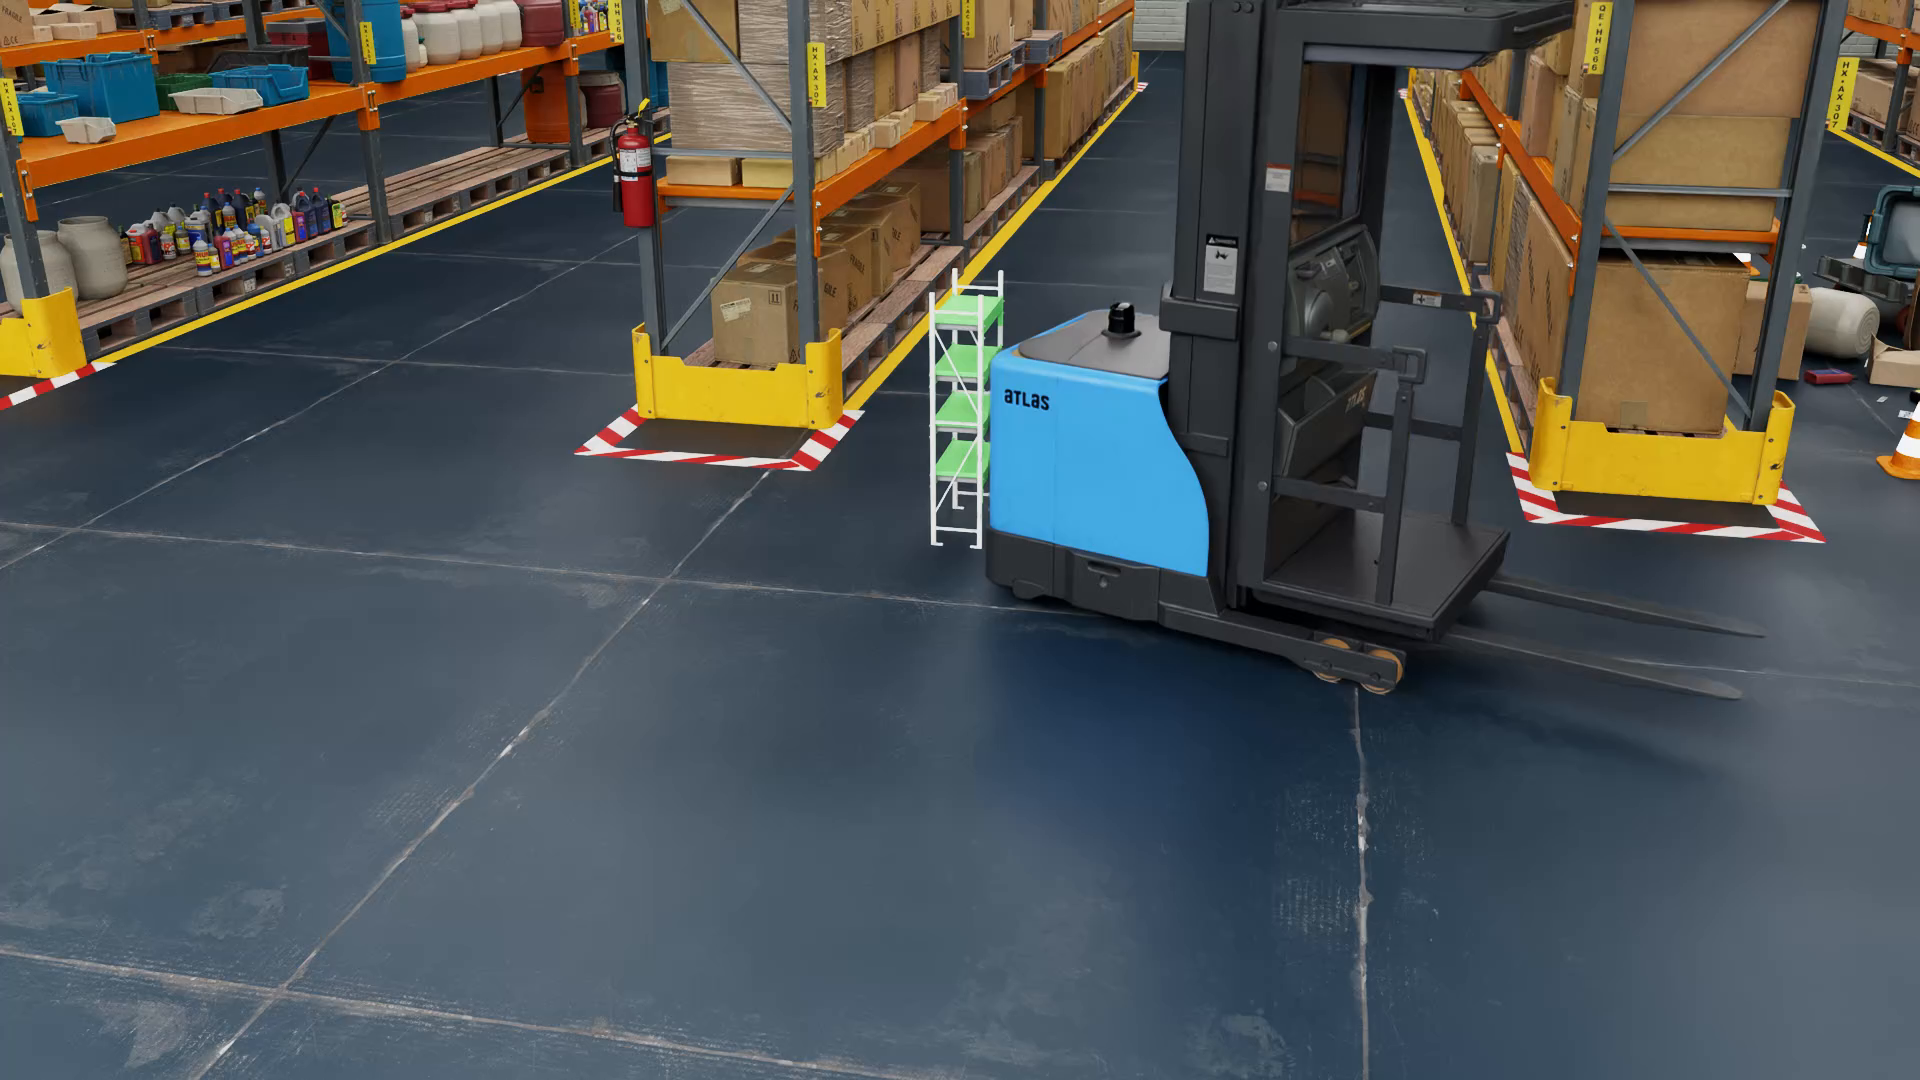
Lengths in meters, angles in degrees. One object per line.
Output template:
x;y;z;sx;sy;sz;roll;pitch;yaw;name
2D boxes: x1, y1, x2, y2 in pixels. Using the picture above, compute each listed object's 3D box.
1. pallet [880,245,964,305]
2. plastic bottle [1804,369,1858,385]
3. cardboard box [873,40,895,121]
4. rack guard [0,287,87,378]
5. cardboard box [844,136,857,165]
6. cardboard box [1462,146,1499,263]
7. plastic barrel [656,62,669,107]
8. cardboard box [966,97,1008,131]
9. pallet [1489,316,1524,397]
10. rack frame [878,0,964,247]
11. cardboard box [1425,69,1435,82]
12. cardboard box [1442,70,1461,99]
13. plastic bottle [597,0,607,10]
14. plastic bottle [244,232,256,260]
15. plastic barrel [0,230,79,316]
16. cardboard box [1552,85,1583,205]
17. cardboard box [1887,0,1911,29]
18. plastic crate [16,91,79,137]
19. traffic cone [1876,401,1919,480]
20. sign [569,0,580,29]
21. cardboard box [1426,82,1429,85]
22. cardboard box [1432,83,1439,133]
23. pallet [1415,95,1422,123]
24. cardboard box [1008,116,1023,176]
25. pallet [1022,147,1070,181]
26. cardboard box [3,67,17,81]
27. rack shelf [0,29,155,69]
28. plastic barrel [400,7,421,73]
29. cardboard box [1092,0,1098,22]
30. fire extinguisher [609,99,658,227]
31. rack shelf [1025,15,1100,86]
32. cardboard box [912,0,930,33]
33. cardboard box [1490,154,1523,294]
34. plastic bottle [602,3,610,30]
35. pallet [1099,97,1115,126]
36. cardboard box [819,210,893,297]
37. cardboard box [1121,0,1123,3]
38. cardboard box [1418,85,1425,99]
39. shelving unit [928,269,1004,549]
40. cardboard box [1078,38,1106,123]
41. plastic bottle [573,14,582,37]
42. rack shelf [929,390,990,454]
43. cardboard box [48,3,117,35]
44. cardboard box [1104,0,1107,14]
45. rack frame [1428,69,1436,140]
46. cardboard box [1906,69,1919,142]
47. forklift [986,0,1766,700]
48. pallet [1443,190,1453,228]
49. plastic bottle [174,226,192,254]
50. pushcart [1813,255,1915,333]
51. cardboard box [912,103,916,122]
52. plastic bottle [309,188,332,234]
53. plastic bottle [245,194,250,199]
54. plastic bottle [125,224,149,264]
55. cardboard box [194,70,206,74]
-0.576;-2.013;12.570;1.003;0.211;1.213;4;22;11;pallet
5.387;-1.010;10.280;0.283;0.061;0.133;-3;22;-8;plastic bottle
-0.908;-3.029;10.828;0.875;0.500;0.500;4;22;11;cardboard box
-6.169;-1.342;10.516;1.175;0.500;0.348;4;22;11;rack guard
-0.832;-2.335;9.972;0.380;0.149;0.250;4;22;11;cardboard box
4.400;-2.525;12.557;1.050;0.750;0.750;4;22;11;cardboard box
-3.817;-5.882;20.690;0.600;0.901;0.708;4;22;11;plastic barrel
0.137;-3.968;15.445;0.500;0.250;0.500;7;23;17;cardboard box
3.883;-1.127;10.369;1.003;0.211;1.213;4;22;11;pallet
-0.473;-3.555;12.665;1.000;3.000;0.127;4;22;11;rack frame
5.963;-5.747;20.566;0.380;0.149;0.250;3;22;8;cardboard box
5.370;-4.818;17.581;0.500;0.250;0.500;5;23;13;cardboard box
-4.197;-6.310;19.673;0.152;0.276;0.135;4;22;11;plastic bottle
-5.353;-2.213;12.491;0.097;0.201;0.097;0;22;0;plastic bottle
-6.079;-1.757;10.969;0.421;0.512;0.421;0;22;0;plastic barrel
3.668;-2.089;8.824;0.875;0.550;0.550;4;22;11;cardboard box
10.705;-5.961;18.505;0.500;0.500;0.500;5;22;11;cardboard box
-6.191;-2.844;11.098;0.499;0.251;0.408;4;22;11;plastic crate
5.044;-0.586;8.690;0.336;0.463;0.334;4;22;11;traffic cone
-3.966;-5.432;17.107;0.100;0.325;0.005;4;22;11;sign
6.258;-5.985;21.555;0.380;0.149;0.250;3;22;8;cardboard box
5.584;-4.851;18.667;0.500;0.500;0.500;5;23;13;cardboard box
6.343;-5.468;21.148;1.003;0.211;1.213;4;22;11;pallet
0.226;-3.816;16.070;0.700;0.500;0.500;3;22;8;cardboard box
0.577;-4.007;17.520;1.003;0.211;1.213;4;22;11;pallet
-13.394;-6.564;22.451;0.750;0.750;0.750;5;22;12;cardboard box
-9.762;-4.709;16.494;1.077;0.370;4.000;4;22;11;rack shelf
-4.912;-4.329;14.405;0.433;0.535;0.433;0;22;0;plastic barrel
1.331;-6.335;19.435;0.500;0.500;0.500;5;22;11;cardboard box
-1.764;-2.050;9.031;0.296;0.674;0.183;4;22;11;fire extinguisher
0.751;-5.416;18.248;1.077;0.370;4.000;4;22;11;rack shelf
-0.500;-3.652;11.036;0.500;0.500;0.500;4;22;11;cardboard box
4.165;-2.125;11.396;0.875;0.875;0.875;5;22;12;cardboard box
-3.888;-5.774;18.332;0.061;0.283;0.133;4;22;11;plastic bottle
1.391;-5.459;21.127;1.003;0.211;1.213;4;22;11;pallet
-0.753;-2.004;11.598;0.500;0.500;0.500;2;22;6;cardboard box
1.966;-7.203;22.060;0.380;0.149;0.250;5;22;11;cardboard box
6.118;-5.770;21.420;0.380;0.149;0.250;3;22;8;cardboard box
0.034;-0.617;7.780;0.258;1.200;0.503;4;22;11;shelving unit
1.048;-5.454;19.664;1.225;0.875;0.875;5;22;11;cardboard box
-4.101;-5.472;17.590;0.152;0.276;0.135;4;22;11;plastic bottle
0.034;-0.558;7.804;0.258;0.148;0.480;4;22;11;rack shelf
-9.471;-5.603;17.871;0.500;0.311;0.500;6;23;14;cardboard box
1.599;-6.543;20.421;0.380;0.149;0.250;4;22;9;cardboard box
5.994;-6.066;18.900;1.000;3.000;0.127;4;22;11;rack frame
10.812;-4.702;17.795;0.875;0.875;0.875;5;23;13;cardboard box
1.636;-0.995;6.400;3.031;2.935;1.130;13;25;29;forklift
4.943;-3.027;15.087;1.003;0.211;1.213;4;22;11;pallet
-5.929;-2.289;12.680;0.097;0.201;0.097;0;22;0;plastic bottle
6.986;-1.739;11.666;1.648;0.377;0.936;-3;22;-8;pushcart
-0.522;-2.979;11.571;0.380;0.149;0.250;4;22;11;cardboard box
-5.171;-2.650;13.376;0.144;0.351;0.185;4;22;9;plastic bottle
-5.855;-2.670;13.524;0.152;0.276;0.135;5;23;13;plastic bottle
-6.115;-2.206;12.372;0.152;0.276;0.135;5;22;11;plastic bottle
-8.773;-5.339;19.851;0.500;0.500;0.500;4;22;10;cardboard box
